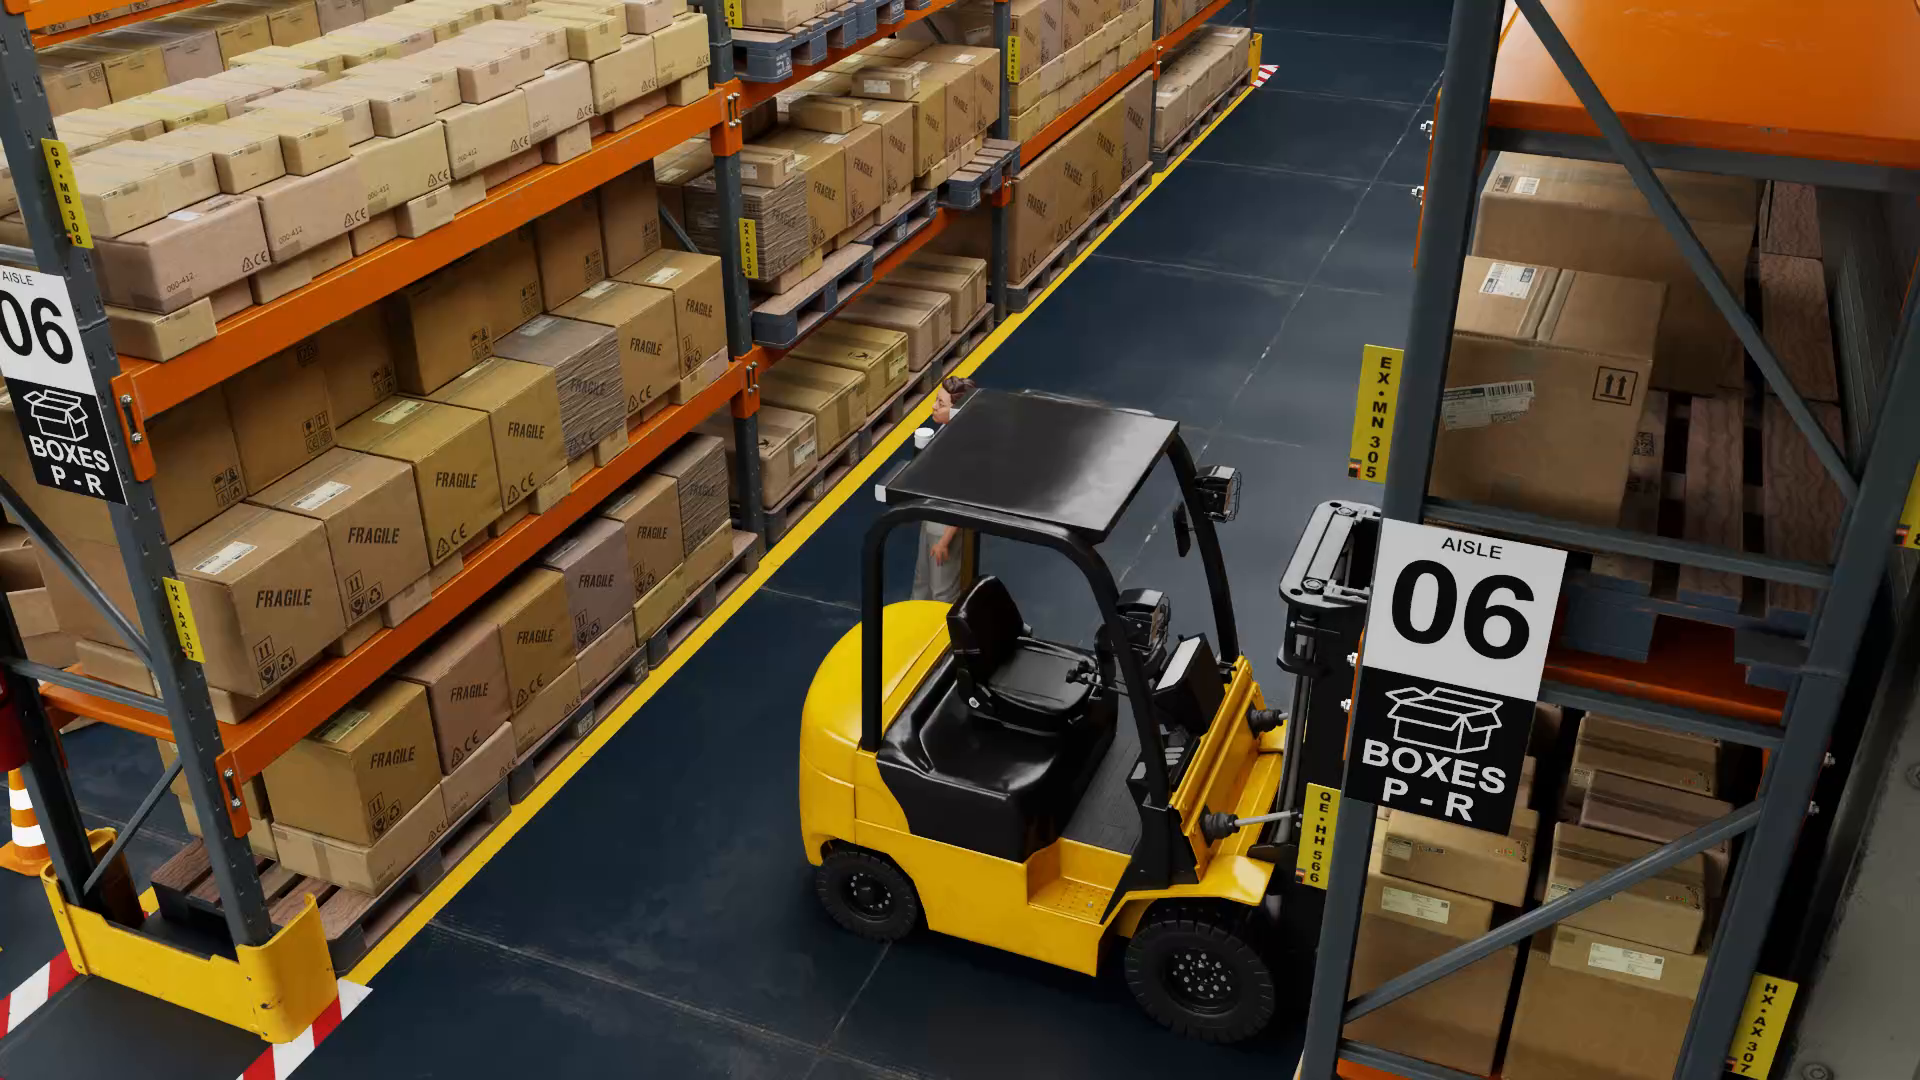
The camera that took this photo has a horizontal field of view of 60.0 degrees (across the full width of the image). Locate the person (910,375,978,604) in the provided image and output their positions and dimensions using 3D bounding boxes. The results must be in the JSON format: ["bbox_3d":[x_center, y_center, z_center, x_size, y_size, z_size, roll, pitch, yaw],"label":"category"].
[{"bbox_3d":[-0.148,-0.067,8.522,0.527,1.644,0.549,-3,30,-6],"label":"person"}]
